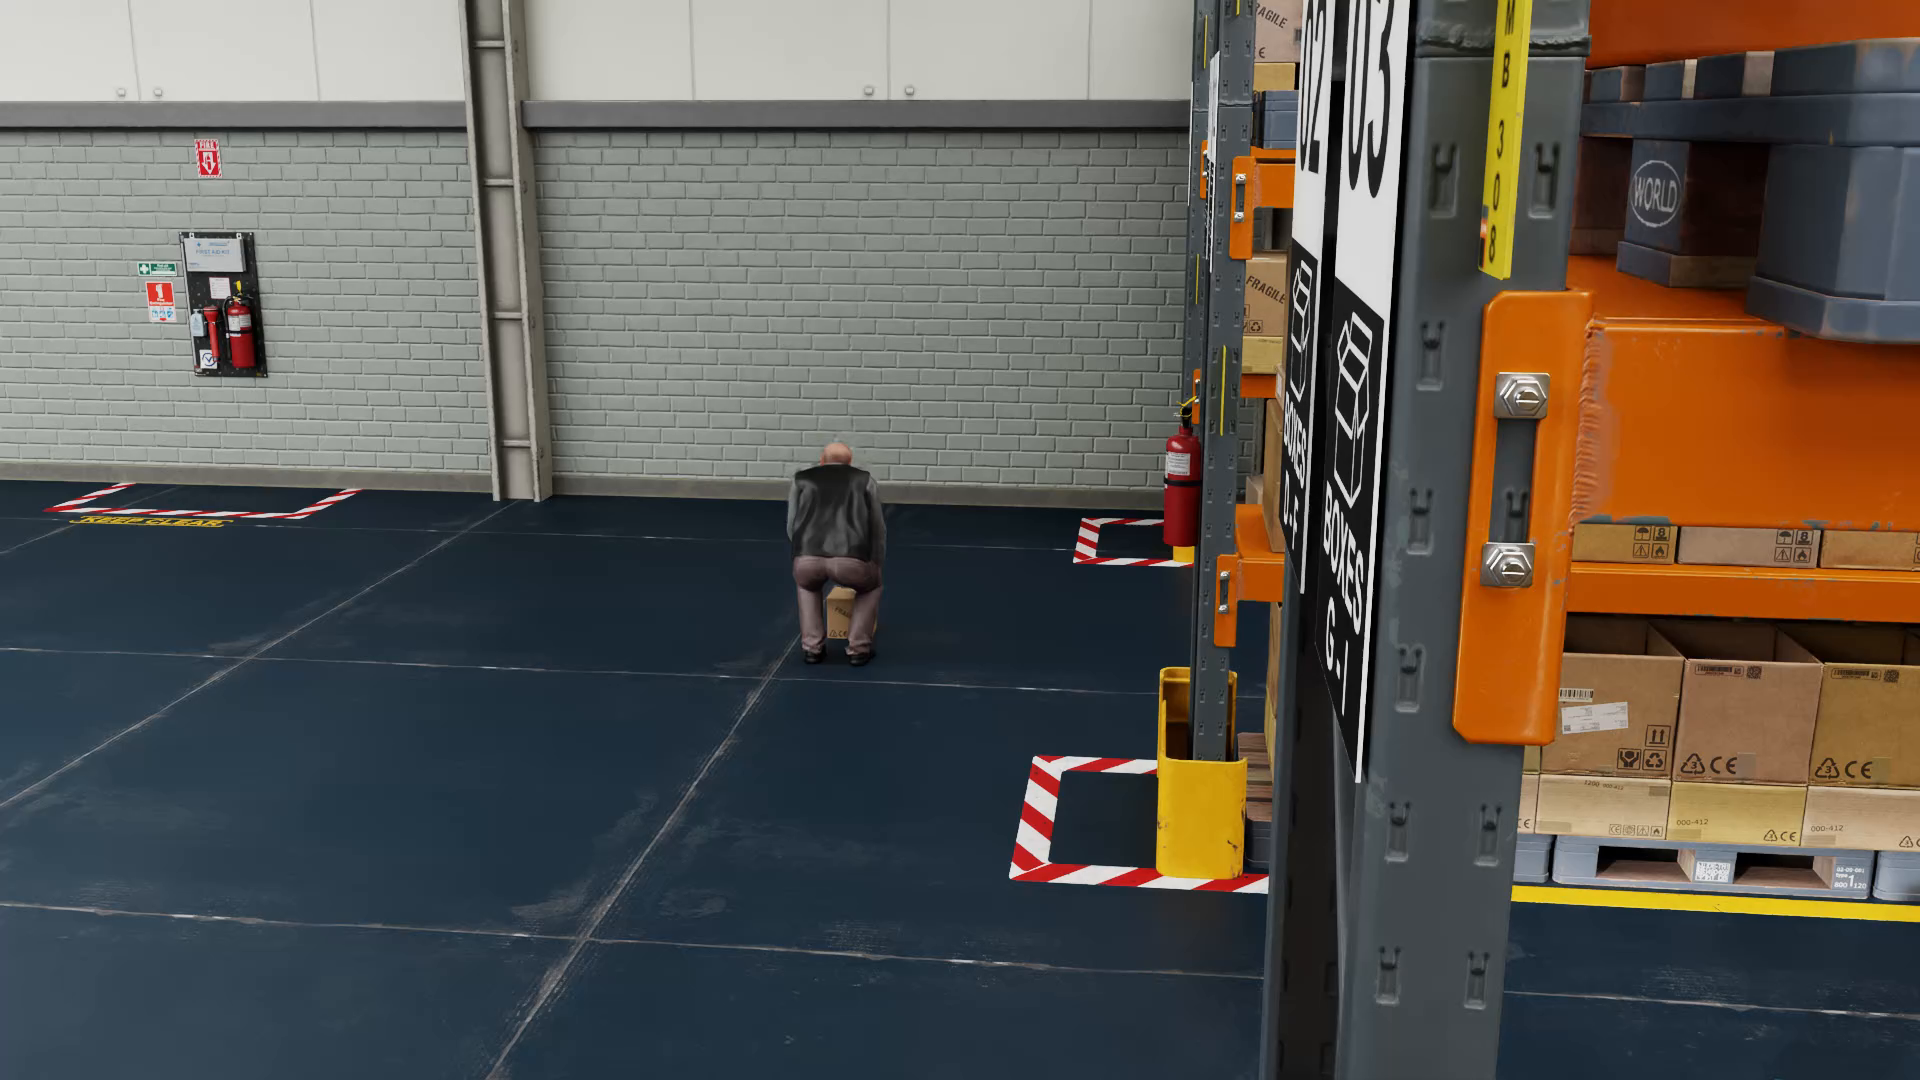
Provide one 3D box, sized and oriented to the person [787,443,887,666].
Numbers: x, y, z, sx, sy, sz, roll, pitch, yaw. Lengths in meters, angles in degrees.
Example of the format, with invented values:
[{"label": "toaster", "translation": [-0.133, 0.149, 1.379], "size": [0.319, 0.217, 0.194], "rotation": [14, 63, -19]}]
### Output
[{"label": "person", "translation": [-0.722, 0.126, 9.375], "size": [0.573, 1.079, 0.815], "rotation": [2, 14, 6]}]
